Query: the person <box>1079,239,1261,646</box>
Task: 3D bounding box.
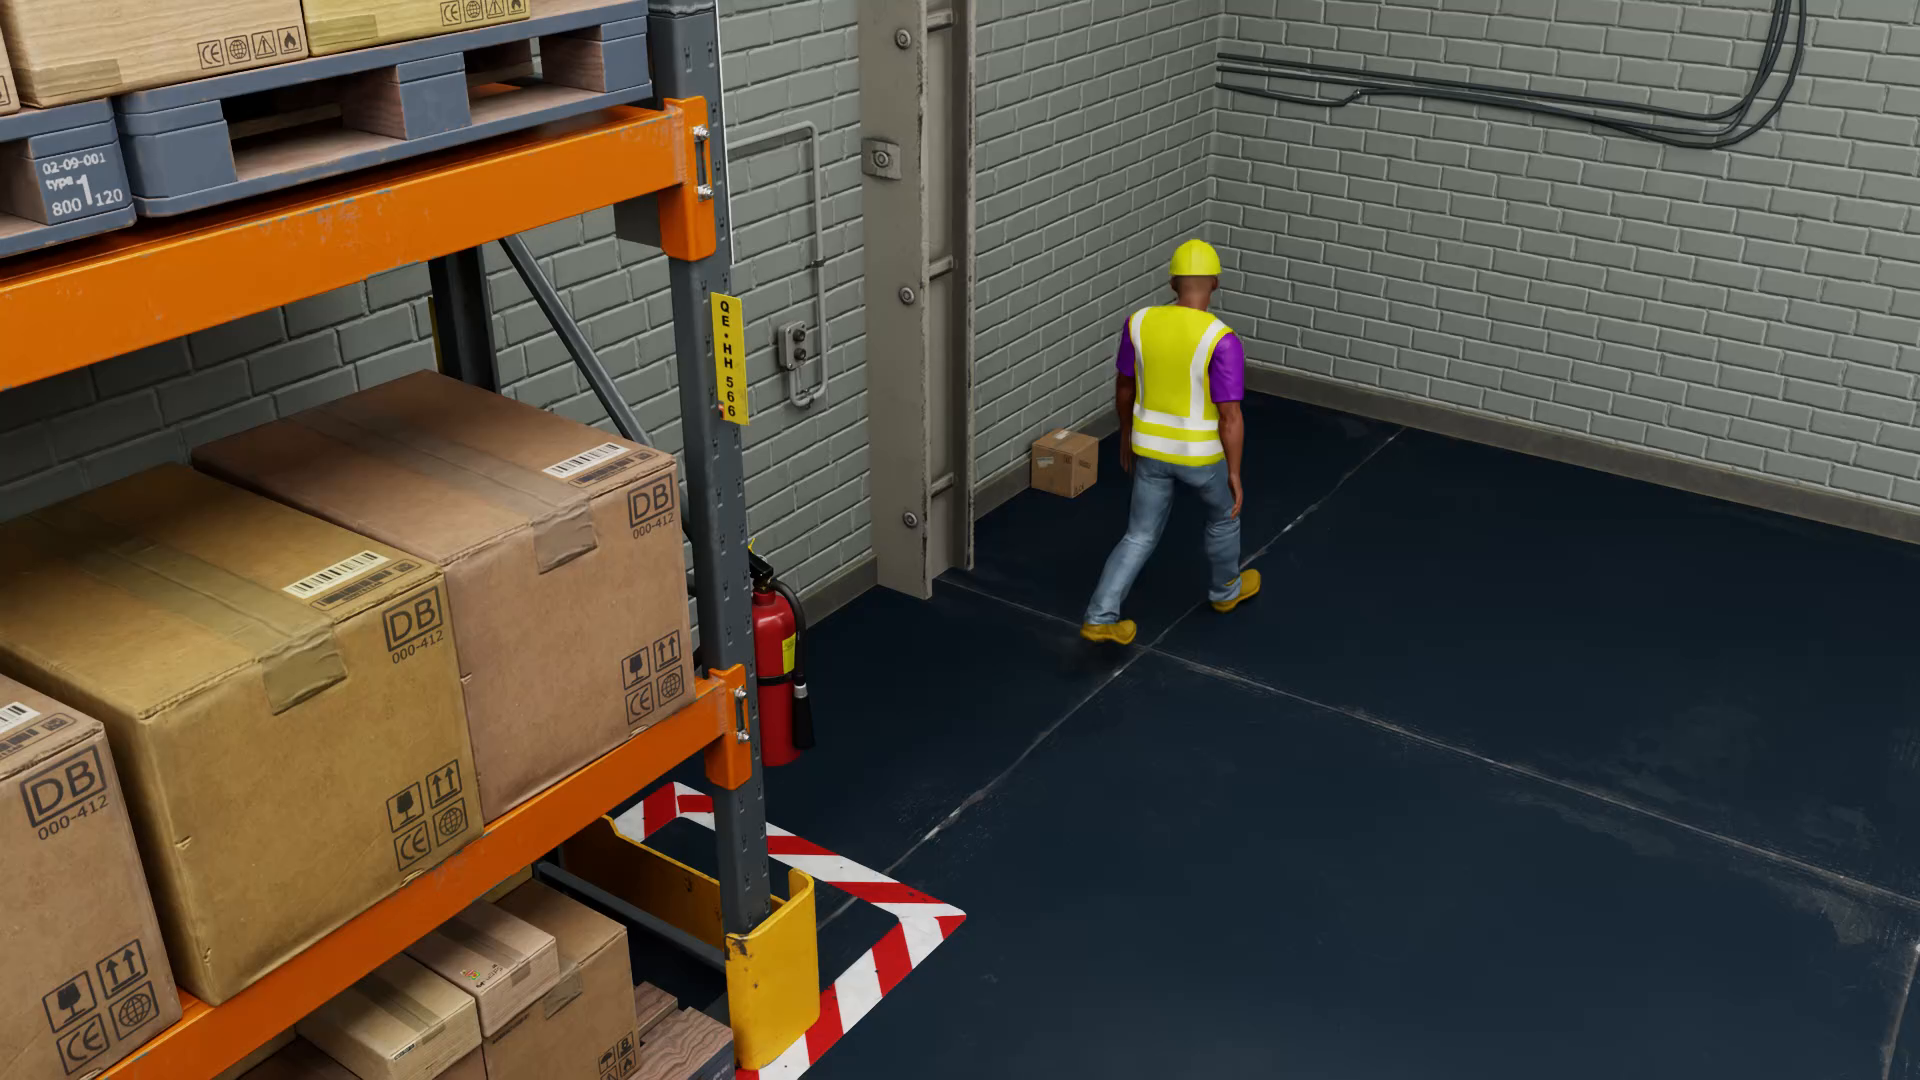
[{"bbox_3d":[0.926,-0.379,6.883,0.670,1.720,1.080,17,32,31],"label":"person"}]
